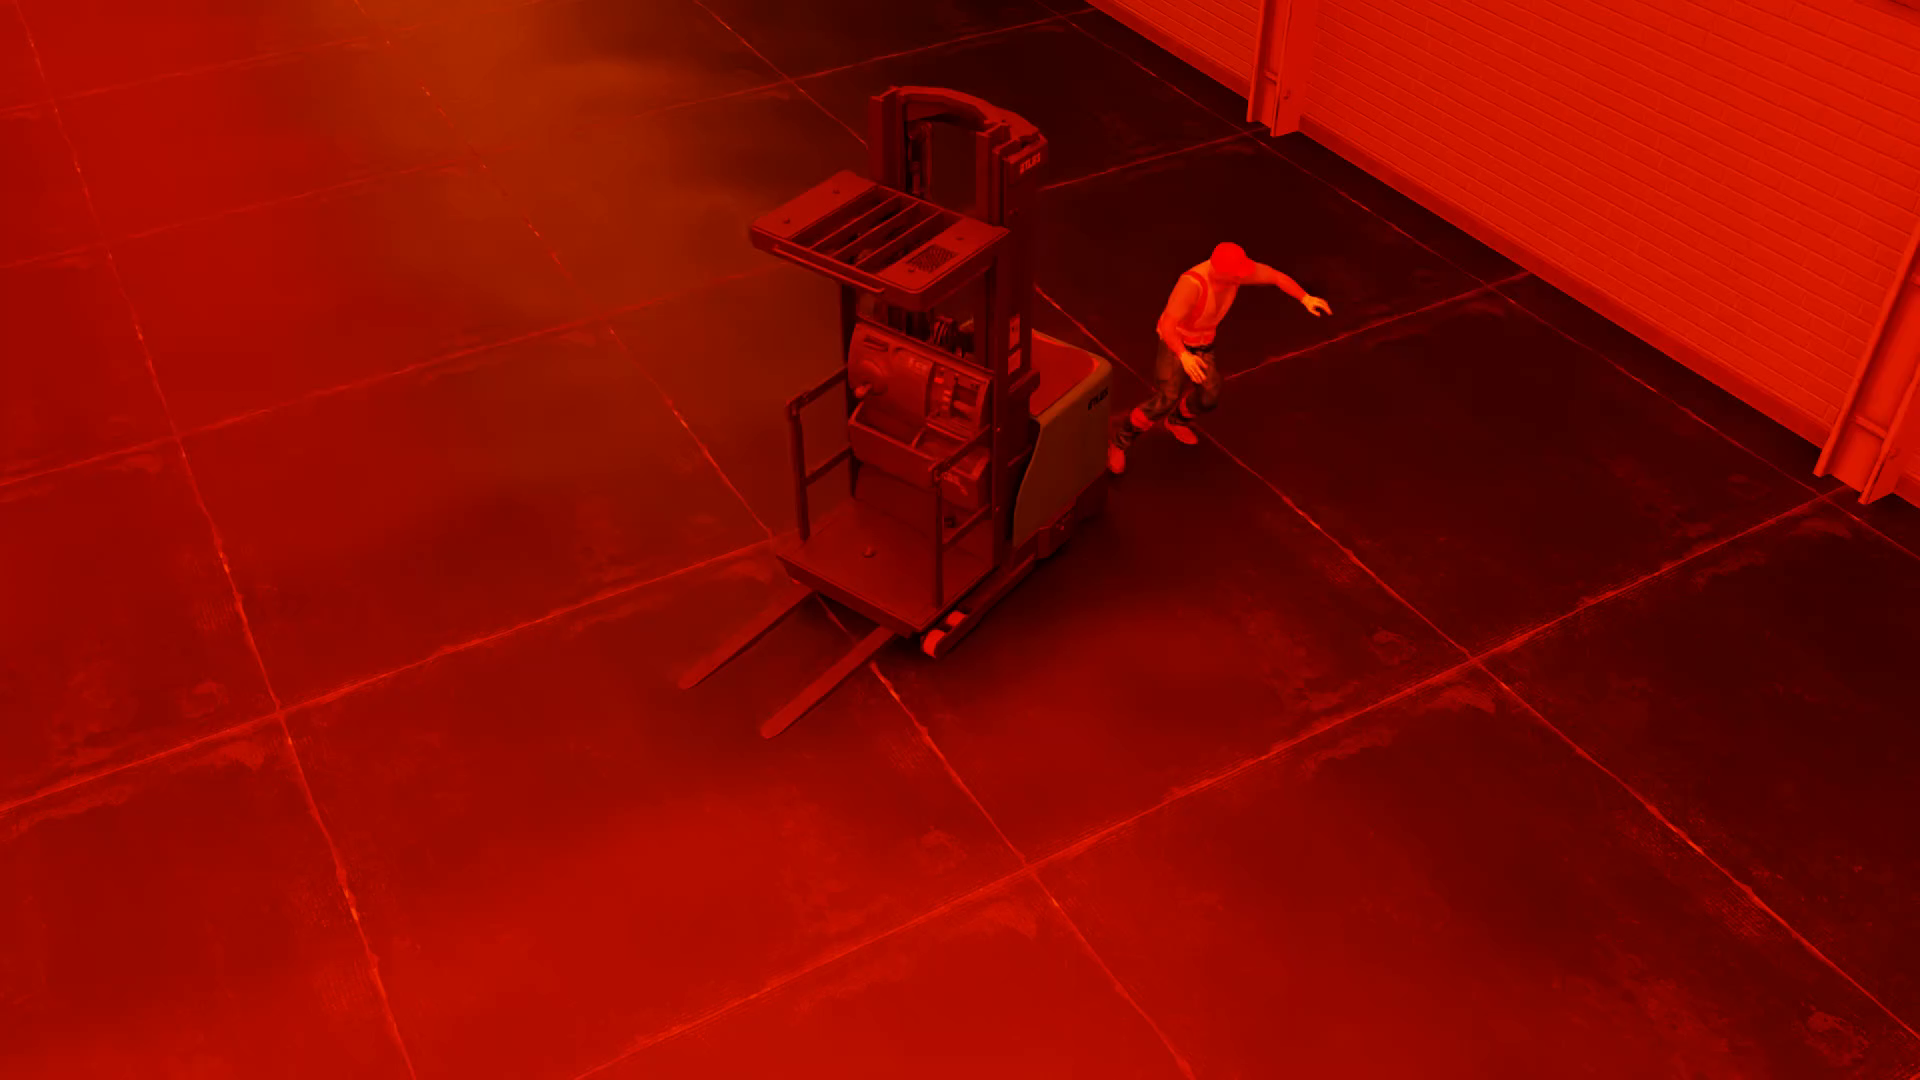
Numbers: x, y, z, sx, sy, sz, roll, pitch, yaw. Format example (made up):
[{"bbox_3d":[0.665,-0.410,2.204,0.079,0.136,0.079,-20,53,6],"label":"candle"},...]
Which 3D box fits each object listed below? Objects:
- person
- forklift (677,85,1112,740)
[{"bbox_3d":[1.555,-1.188,10.595,1.383,1.522,0.848,-22,44,-24],"label":"person"},{"bbox_3d":[-0.361,-0.809,9.012,1.130,2.935,3.031,26,46,28],"label":"forklift"}]
